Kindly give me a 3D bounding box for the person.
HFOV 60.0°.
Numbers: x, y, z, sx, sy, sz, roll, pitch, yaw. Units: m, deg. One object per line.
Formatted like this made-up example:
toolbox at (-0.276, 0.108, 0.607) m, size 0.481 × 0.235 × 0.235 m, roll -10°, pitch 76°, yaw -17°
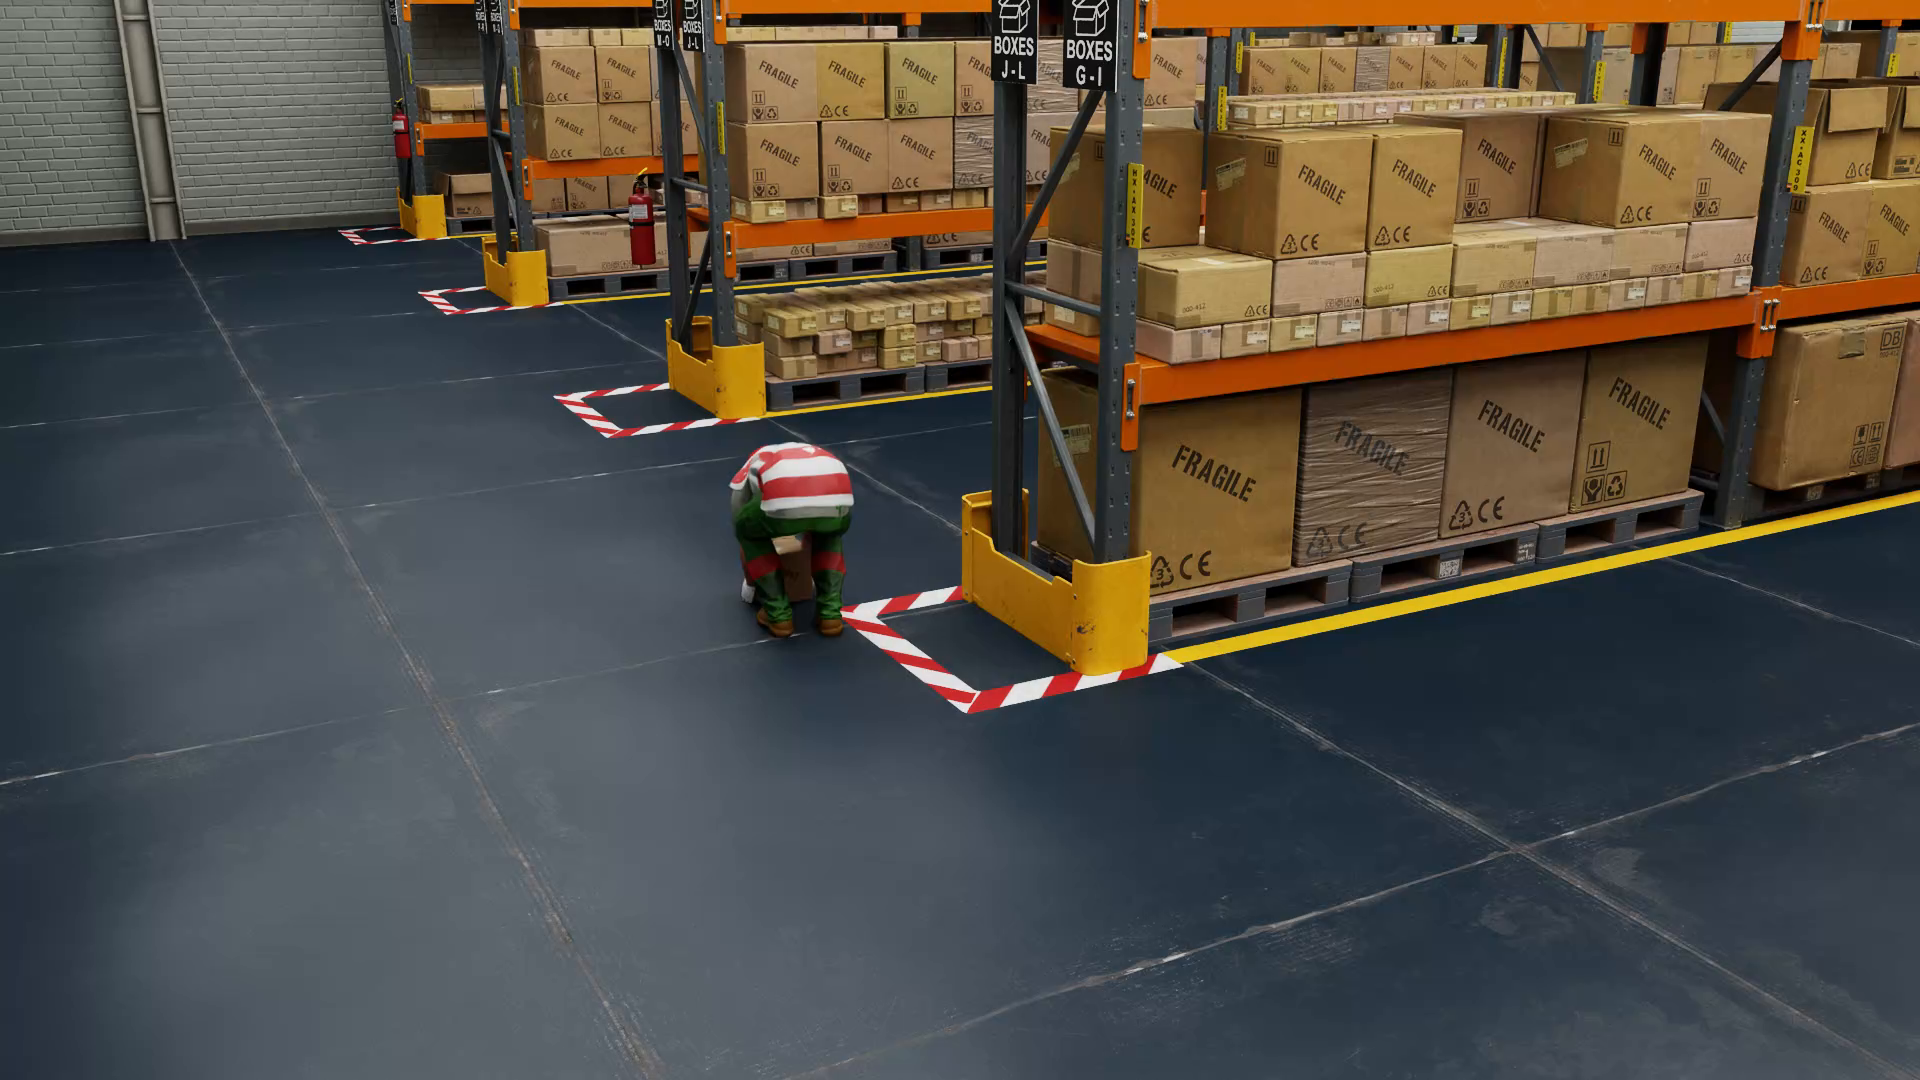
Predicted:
person at (-0.781, -0.043, 7.645) m, size 0.526 × 0.893 × 0.961 m, roll -6°, pitch 19°, yaw -18°
